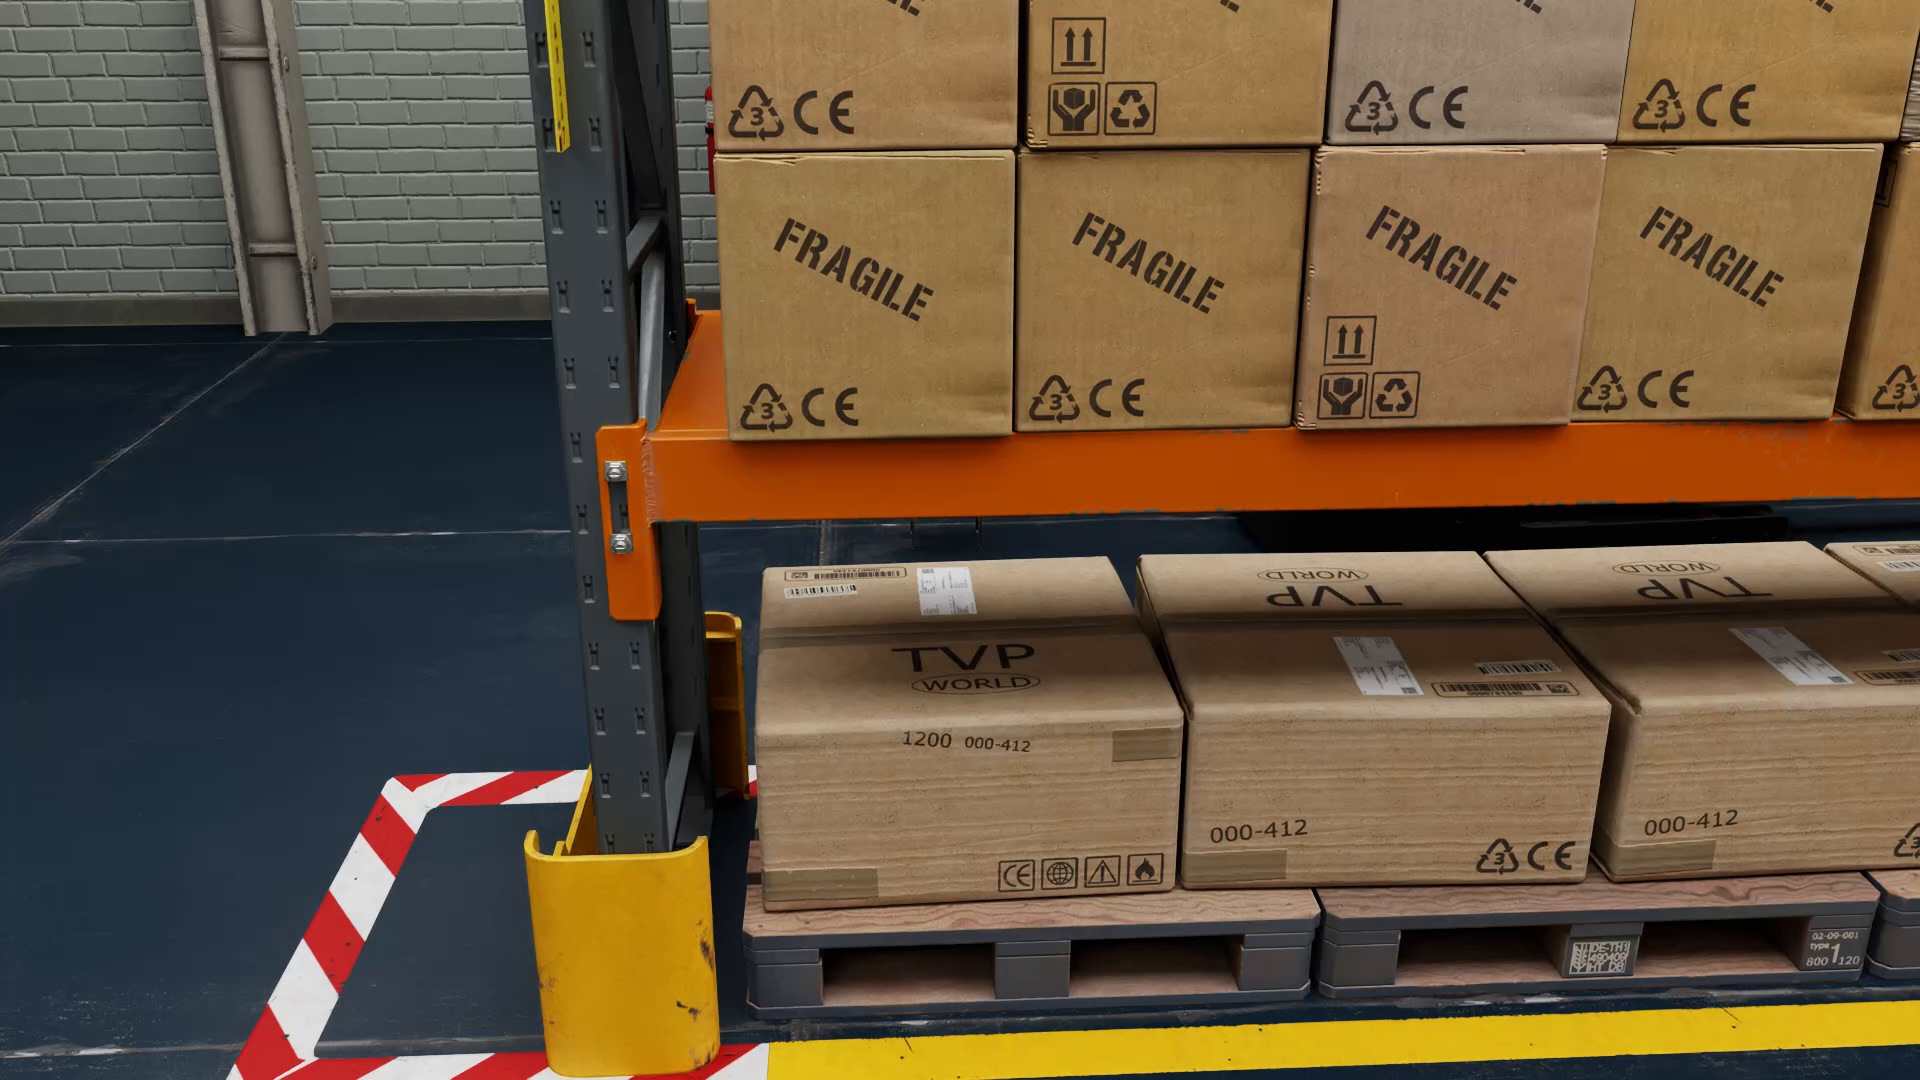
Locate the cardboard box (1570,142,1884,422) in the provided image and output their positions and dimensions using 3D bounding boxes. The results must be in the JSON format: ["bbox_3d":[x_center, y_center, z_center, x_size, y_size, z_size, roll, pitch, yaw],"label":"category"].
[{"bbox_3d":[1.338,-0.537,3.175,0.500,0.500,0.500,0,21,-1],"label":"cardboard box"}]

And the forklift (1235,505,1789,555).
[{"bbox_3d":[2.520,-1.486,5.904,3.031,2.935,1.130,-3,21,-7],"label":"forklift"}]

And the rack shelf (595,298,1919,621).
[{"bbox_3d":[1.328,-0.247,3.564,4.000,0.370,1.077,-1,21,-3],"label":"rack shelf"}]

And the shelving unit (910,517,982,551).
[{"bbox_3d":[-0.053,-0.490,5.931,0.252,1.050,0.215,-1,21,-3],"label":"shelving unit"}]

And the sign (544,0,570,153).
[{"bbox_3d":[-0.643,-0.786,2.643,0.005,0.325,0.100,-1,21,-3],"label":"sign"}]

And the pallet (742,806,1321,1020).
[{"bbox_3d":[0.125,0.717,3.941,1.213,0.211,1.003,-1,21,-3],"label":"pallet"}]

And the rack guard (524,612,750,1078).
[{"bbox_3d":[-0.693,0.627,3.773,0.348,0.500,1.175,-1,21,-3],"label":"rack guard"}]

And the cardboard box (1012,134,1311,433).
[{"bbox_3d":[0.330,-0.517,3.122,0.500,0.500,0.500,-1,21,-4],"label":"cardboard box"}]

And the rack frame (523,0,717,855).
[{"bbox_3d":[-0.669,-0.542,3.329,0.127,3.000,1.000,-1,21,-3],"label":"rack frame"}]

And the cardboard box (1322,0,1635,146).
[{"bbox_3d":[0.855,-0.991,2.962,0.500,0.500,0.500,-1,21,-3],"label":"cardboard box"}]

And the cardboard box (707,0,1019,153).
[{"bbox_3d":[-0.174,-0.965,2.893,0.500,0.500,0.500,-2,21,-4],"label":"cardboard box"}]

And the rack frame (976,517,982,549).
[{"bbox_3d":[0.068,-0.492,5.938,0.008,1.050,0.200,-1,21,-3],"label":"rack frame"}]

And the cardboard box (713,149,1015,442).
[{"bbox_3d":[-0.173,-0.497,3.069,0.500,0.500,0.500,-1,21,-3],"label":"cardboard box"}]

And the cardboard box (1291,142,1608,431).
[{"bbox_3d":[0.839,-0.521,3.132,0.500,0.500,0.500,-1,21,-3],"label":"cardboard box"}]

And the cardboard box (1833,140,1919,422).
[{"bbox_3d":[1.862,-0.542,3.188,0.500,0.500,0.500,-1,21,-4],"label":"cardboard box"}]

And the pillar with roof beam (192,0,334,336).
[{"bbox_3d":[-3.454,-3.845,3.573,0.400,9.000,9.100,-1,21,-3],"label":"pillar with roof beam"}]

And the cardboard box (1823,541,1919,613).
[{"bbox_3d":[2.692,0.352,3.990,0.875,0.438,0.875,-1,21,-4],"label":"cardboard box"}]

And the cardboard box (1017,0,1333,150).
[{"bbox_3d":[0.342,-0.978,2.927,0.500,0.500,0.500,-2,21,-5],"label":"cardboard box"}]

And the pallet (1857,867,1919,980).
[{"bbox_3d":[2.561,0.668,4.071,1.213,0.211,1.003,-1,21,-3],"label":"pallet"}]

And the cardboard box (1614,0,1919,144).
[{"bbox_3d":[1.353,-1.001,2.989,0.500,0.500,0.500,-1,21,-3],"label":"cardboard box"}]

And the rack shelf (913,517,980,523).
[{"bbox_3d":[-0.053,-0.220,6.034,0.240,0.259,0.215,-1,21,-3],"label":"rack shelf"}]

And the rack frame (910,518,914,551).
[{"bbox_3d":[-0.175,-0.487,5.925,0.008,1.050,0.200,-1,21,-3],"label":"rack frame"}]

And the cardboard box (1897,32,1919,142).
[{"bbox_3d":[1.854,-1.009,3.009,0.500,0.500,0.500,-1,21,-2],"label":"cardboard box"}]

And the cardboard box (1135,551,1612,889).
[{"bbox_3d":[0.897,0.389,3.895,0.875,0.438,0.875,-1,21,-2],"label":"cardboard box"}]

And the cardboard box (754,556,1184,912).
[{"bbox_3d":[-0.016,0.410,3.839,0.875,0.438,0.875,-2,21,-5],"label":"cardboard box"}]

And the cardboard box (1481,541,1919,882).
[{"bbox_3d":[1.798,0.371,3.942,0.875,0.438,0.875,-2,21,-5],"label":"cardboard box"}]

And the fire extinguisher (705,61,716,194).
[{"bbox_3d":[-1.077,-1.928,7.601,0.183,0.674,0.296,-1,21,-3],"label":"fire extinguisher"}]

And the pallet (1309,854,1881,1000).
[{"bbox_3d":[1.340,0.693,4.003,1.213,0.211,1.003,-1,21,-3],"label":"pallet"}]
